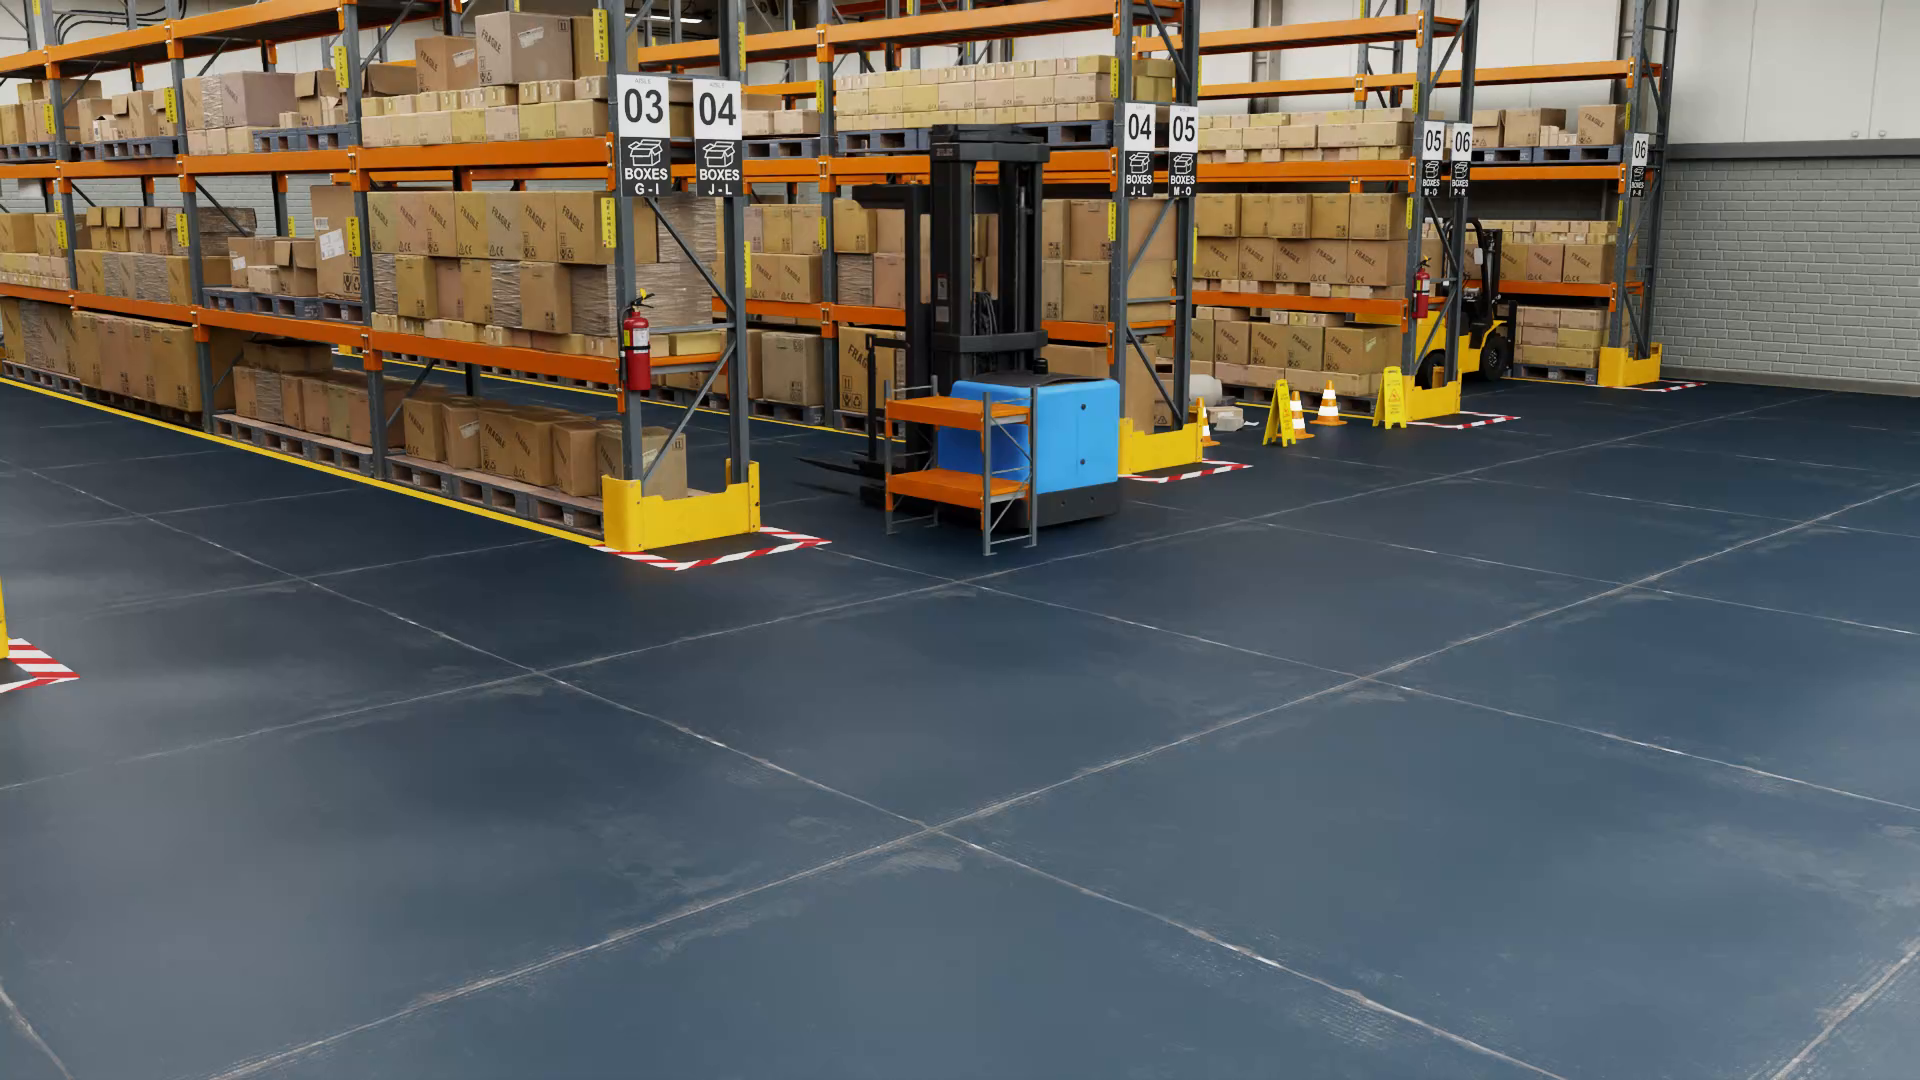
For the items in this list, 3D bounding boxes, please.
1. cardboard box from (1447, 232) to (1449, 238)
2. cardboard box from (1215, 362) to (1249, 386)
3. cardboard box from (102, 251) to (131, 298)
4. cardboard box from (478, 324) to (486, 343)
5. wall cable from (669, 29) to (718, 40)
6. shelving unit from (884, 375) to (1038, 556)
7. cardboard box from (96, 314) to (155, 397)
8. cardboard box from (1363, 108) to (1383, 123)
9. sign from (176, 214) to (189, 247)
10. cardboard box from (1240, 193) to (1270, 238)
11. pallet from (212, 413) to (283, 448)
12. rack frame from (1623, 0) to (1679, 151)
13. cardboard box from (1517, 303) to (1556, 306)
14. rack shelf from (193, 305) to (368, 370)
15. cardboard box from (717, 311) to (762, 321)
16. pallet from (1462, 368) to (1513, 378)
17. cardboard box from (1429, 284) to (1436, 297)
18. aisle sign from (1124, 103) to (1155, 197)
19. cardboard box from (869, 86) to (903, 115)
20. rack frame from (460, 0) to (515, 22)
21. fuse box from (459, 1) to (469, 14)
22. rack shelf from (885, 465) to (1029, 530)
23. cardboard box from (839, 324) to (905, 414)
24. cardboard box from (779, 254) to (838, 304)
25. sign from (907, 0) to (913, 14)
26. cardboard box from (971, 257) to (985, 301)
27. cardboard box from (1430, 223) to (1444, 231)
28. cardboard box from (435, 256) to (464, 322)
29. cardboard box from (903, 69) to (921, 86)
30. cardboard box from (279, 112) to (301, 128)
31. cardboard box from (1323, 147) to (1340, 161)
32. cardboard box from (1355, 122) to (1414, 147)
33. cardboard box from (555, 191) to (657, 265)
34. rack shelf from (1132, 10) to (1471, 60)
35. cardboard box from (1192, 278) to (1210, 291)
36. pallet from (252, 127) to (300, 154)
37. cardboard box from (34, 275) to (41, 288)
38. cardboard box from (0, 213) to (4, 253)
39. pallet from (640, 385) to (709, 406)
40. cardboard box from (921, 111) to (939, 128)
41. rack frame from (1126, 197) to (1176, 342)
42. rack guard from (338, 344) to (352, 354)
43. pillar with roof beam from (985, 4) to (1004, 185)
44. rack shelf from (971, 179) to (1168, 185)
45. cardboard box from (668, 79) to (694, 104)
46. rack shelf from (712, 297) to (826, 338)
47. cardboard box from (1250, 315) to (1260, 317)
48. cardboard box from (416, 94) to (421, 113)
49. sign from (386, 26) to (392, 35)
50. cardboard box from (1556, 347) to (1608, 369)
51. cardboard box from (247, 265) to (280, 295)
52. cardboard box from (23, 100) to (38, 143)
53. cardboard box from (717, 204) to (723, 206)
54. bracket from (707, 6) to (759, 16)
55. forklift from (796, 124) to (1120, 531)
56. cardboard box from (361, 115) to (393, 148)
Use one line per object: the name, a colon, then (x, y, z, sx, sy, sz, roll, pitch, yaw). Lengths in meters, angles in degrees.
cardboard box: (6.951, -4.224, 23.125, 0.250, 0.149, 0.380, 11, 16, 43)
cardboard box: (3.428, -2.021, 20.061, 0.500, 0.250, 0.500, -11, 16, -43)
cardboard box: (-9.391, -3.026, 18.920, 0.500, 0.500, 0.500, 11, 16, 44)
cardboard box: (-3.515, -1.615, 12.938, 0.380, 0.149, 0.250, -11, 16, -43)
wall cable: (-5.201, -12.547, 36.729, 2.988, 3.039, 0.133, -11, 16, -43)
shelving unit: (-0.005, -0.552, 11.803, 0.538, 1.125, 1.048, -11, 16, -43)
cardboard box: (-9.147, -2.170, 19.235, 0.875, 0.875, 1.225, 11, 16, 43)
cardboard box: (4.636, -4.643, 18.228, 0.380, 0.149, 0.250, -11, 16, -42)
sign: (-7.858, -3.131, 16.807, 0.100, 0.325, 0.005, -11, 16, -43)
cardboard box: (3.708, -3.811, 19.513, 0.700, 0.500, 0.500, -11, 16, -43)
pallet: (-6.920, -1.162, 17.028, 1.003, 0.211, 1.213, -11, 16, -43)
rack frame: (8.821, -6.486, 21.092, 1.000, 3.000, 0.127, -11, 16, -43)
cardboard box: (7.940, -3.140, 23.013, 0.500, 0.250, 0.500, -11, 16, -43)
rack shelf: (-6.078, -1.998, 15.957, 1.077, 0.370, 4.000, -11, 16, -43)
cardboard box: (-3.410, -3.664, 27.571, 0.875, 0.438, 0.875, -11, 16, -43)
pallet: (7.424, -2.466, 23.356, 1.003, 0.211, 1.213, -11, 16, -43)
cardboard box: (5.148, -2.811, 18.743, 0.380, 0.149, 0.250, -11, 16, -42)
aisle sign: (1.555, -3.372, 14.402, 0.394, 0.787, 0.004, -11, 16, -43)
cardboard box: (-0.555, -4.347, 16.489, 0.500, 0.250, 0.500, -11, 16, -43)
rack frame: (-6.564, -6.840, 22.813, 1.000, 3.000, 0.127, -11, 16, -43)
fuse box: (-9.891, -10.476, 32.531, 0.513, 0.334, 0.176, -11, 16, -43)
rack shelf: (-0.005, -0.312, 11.852, 0.538, 0.278, 1.000, -11, 16, -43)
cardboard box: (-0.656, -1.798, 17.430, 0.875, 0.875, 0.875, -11, 16, -42)
cardboard box: (-1.593, -2.823, 17.930, 0.500, 0.500, 0.500, -11, 16, -43)
sign: (-0.690, -7.418, 22.911, 0.100, 0.325, 0.005, -11, 16, -43)
cardboard box: (0.346, -2.520, 16.339, 0.875, 0.550, 0.500, -11, 16, -43)
cardboard box: (6.795, -4.408, 23.283, 0.380, 0.149, 0.250, -11, 16, -43)
cardboard box: (-3.693, -2.042, 13.403, 0.875, 0.500, 0.500, -11, 16, -43)
cardboard box: (-0.328, -4.477, 16.132, 0.380, 0.149, 0.250, -11, 16, -42)
cardboard box: (-6.064, -3.878, 15.407, 0.250, 0.166, 0.380, 11, 16, 44)
cardboard box: (4.303, -4.336, 18.713, 0.380, 0.149, 0.250, -11, 16, -42)
cardboard box: (4.685, -4.434, 18.200, 0.500, 0.250, 0.500, -11, 16, -43)
cardboard box: (-2.493, -2.205, 11.716, 0.500, 0.500, 0.500, -11, 16, -43)
rack shelf: (3.852, -5.732, 19.222, 1.077, 0.370, 4.000, -11, 16, -43)
cardboard box: (3.019, -3.120, 20.246, 0.380, 0.149, 0.250, -10, 15, -41)
pallet: (-5.764, -3.691, 15.426, 1.213, 0.211, 1.003, -11, 16, -43)
cardboard box: (-11.380, -3.252, 20.883, 0.380, 0.149, 0.250, -11, 16, -42)
cardboard box: (-12.502, -4.068, 22.001, 0.500, 0.500, 0.500, 11, 16, 44)
pallet: (-3.312, -1.827, 20.257, 1.003, 0.211, 1.213, -11, 16, -43)
cardboard box: (-0.153, -4.049, 16.033, 0.380, 0.149, 0.250, -11, 16, -43)
rack frame: (2.471, -3.439, 21.171, 1.000, 3.000, 0.127, -11, 16, -43)
rack guard: (-9.274, -3.251, 26.450, 1.175, 0.500, 0.348, -11, 16, -43)
pillar with roof beam: (-2.409, -7.865, 27.783, 9.100, 9.000, 0.400, -11, 16, -43)
rack shelf: (1.915, -6.124, 28.551, 1.077, 0.370, 4.000, -11, 16, -43)
cardboard box: (-1.957, -3.138, 11.658, 0.380, 0.149, 0.250, -11, 16, -43)
rack shelf: (-2.421, -2.674, 19.240, 1.077, 0.370, 4.000, -11, 16, -43)
cardboard box: (3.426, -2.542, 20.734, 0.500, 0.500, 0.500, -11, 16, -42)
cardboard box: (-4.089, -3.457, 13.207, 0.380, 0.149, 0.250, -10, 15, -41)
sign: (-8.911, -8.034, 25.897, 0.100, 0.325, 0.005, -11, 16, -43)
cardboard box: (8.268, -2.431, 22.052, 0.500, 0.250, 0.500, -11, 16, -42)
cardboard box: (-6.468, -2.498, 15.931, 0.500, 0.250, 0.500, 11, 16, 44)
cardboard box: (-11.173, -5.183, 20.667, 0.700, 0.500, 0.500, -10, 15, -40)
cardboard box: (-3.579, -5.176, 26.874, 0.500, 0.500, 0.500, -11, 16, -43)
bracket: (-5.912, -11.522, 36.615, 0.076, 0.066, 5.218, -11, 16, -43)
forklift: (-0.147, -1.738, 13.085, 1.130, 2.935, 3.031, -10, 15, -41)
cardboard box: (-4.571, -3.353, 13.688, 0.500, 0.250, 0.500, 11, 16, 43)
